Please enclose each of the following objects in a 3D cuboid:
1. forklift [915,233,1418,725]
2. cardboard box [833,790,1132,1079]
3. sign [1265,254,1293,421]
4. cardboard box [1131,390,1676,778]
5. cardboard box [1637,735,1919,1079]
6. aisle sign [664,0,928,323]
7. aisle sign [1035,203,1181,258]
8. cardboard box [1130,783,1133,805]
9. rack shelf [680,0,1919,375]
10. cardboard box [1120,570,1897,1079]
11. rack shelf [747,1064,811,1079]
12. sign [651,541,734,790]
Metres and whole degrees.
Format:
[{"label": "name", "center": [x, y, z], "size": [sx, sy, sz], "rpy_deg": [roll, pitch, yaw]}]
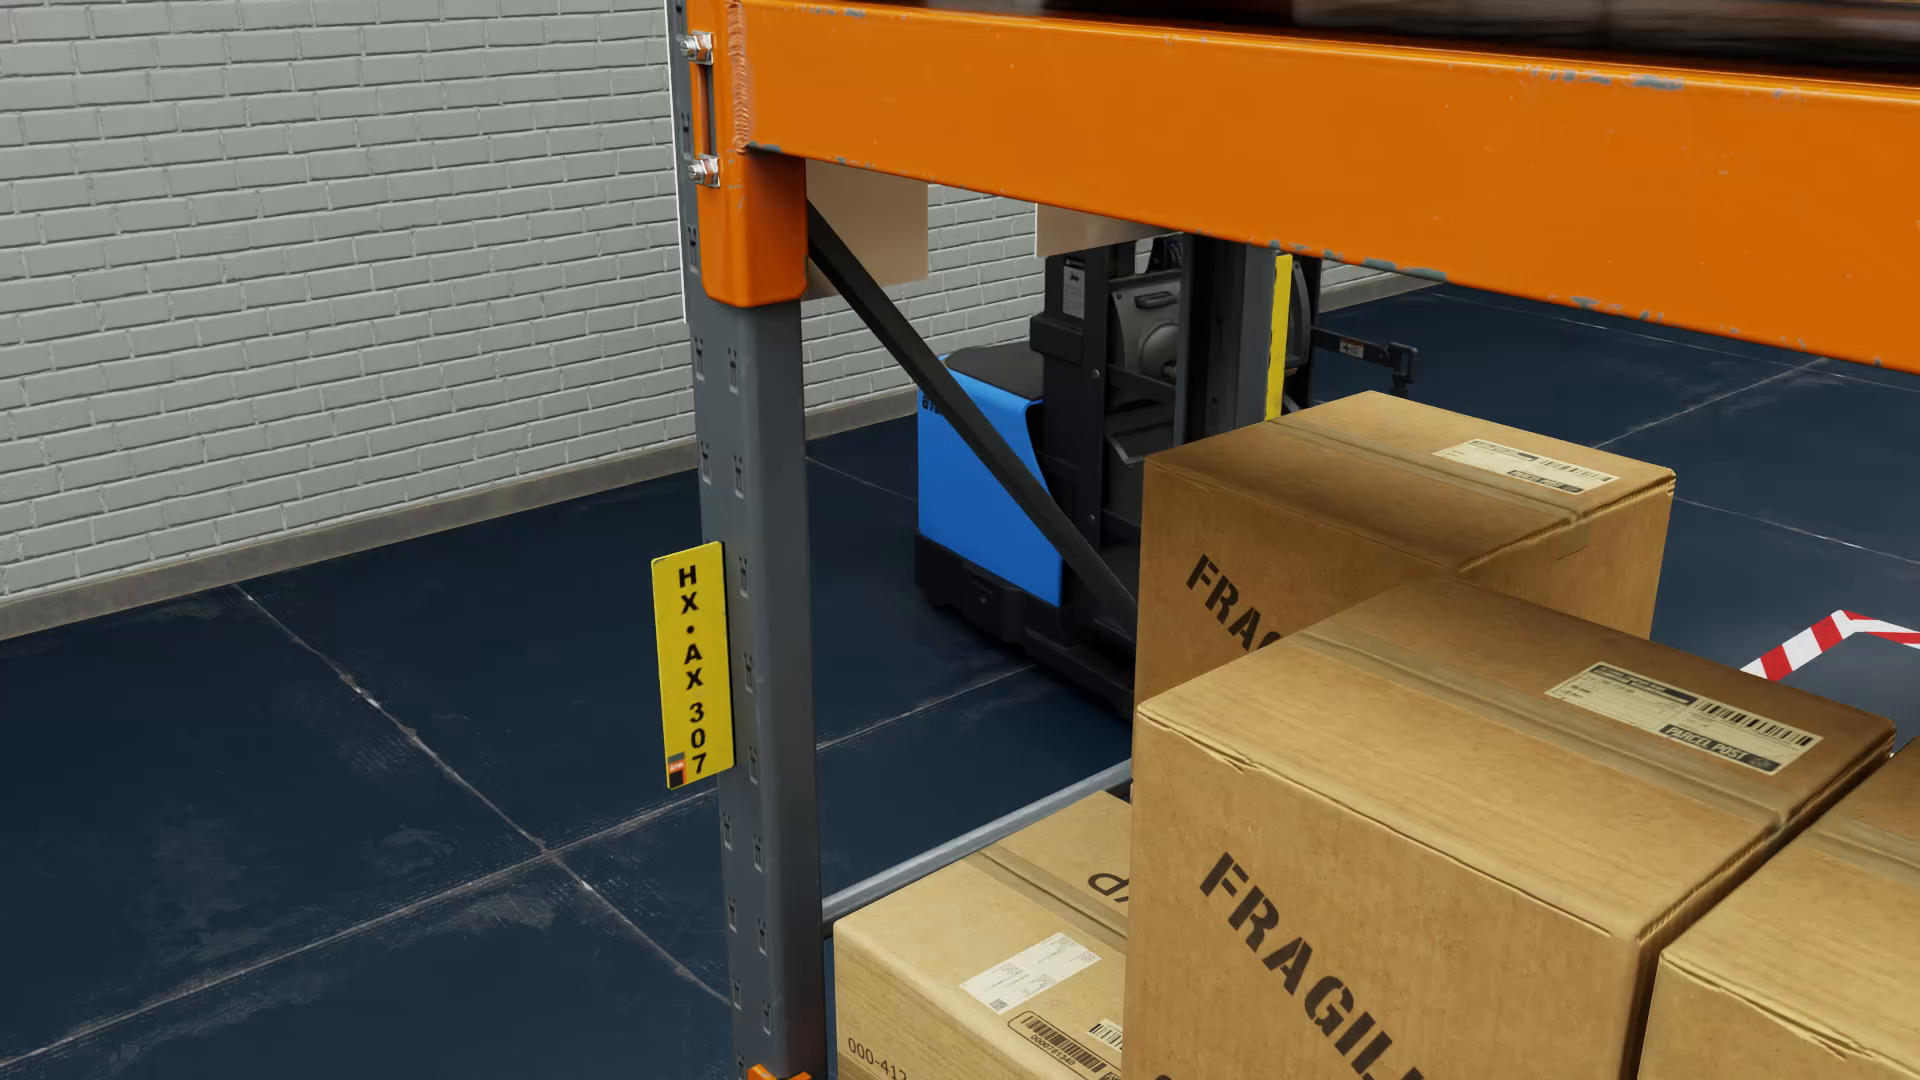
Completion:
[{"label": "forklift", "center": [1.059, -0.783, 5.964], "size": [1.130, 2.935, 3.031], "rpy_deg": [-14, 26, -32]}, {"label": "cardboard box", "center": [0.189, 0.603, 2.130], "size": [0.500, 0.250, 0.500], "rpy_deg": [-18, 28, -39]}, {"label": "sign", "center": [0.500, -0.300, 2.725], "size": [0.100, 0.325, 0.005], "rpy_deg": [-17, 27, -37]}, {"label": "cardboard box", "center": [0.597, 0.129, 2.312], "size": [0.500, 0.500, 0.500], "rpy_deg": [-17, 27, -37]}, {"label": "cardboard box", "center": [0.858, 0.533, 1.279], "size": [0.500, 0.500, 0.500], "rpy_deg": [-18, 28, -39]}, {"label": "aisle sign", "center": [-0.194, -0.685, 2.054], "size": [0.394, 0.787, 0.004], "rpy_deg": [-17, 27, -37]}, {"label": "aisle sign", "center": [0.260, -0.827, 2.419], "size": [0.394, 0.787, 0.004], "rpy_deg": [-17, 27, -37]}, {"label": "cardboard box", "center": [0.597, 0.476, 2.452], "size": [0.500, 0.250, 0.500], "rpy_deg": [-18, 28, -38]}, {"label": "rack shelf", "center": [1.385, -0.035, 0.833], "size": [1.077, 0.370, 4.000], "rpy_deg": [-17, 27, -37]}, {"label": "cardboard box", "center": [0.515, 0.392, 1.641], "size": [0.500, 0.500, 0.500], "rpy_deg": [-18, 28, -39]}, {"label": "rack shelf", "center": [1.385, 1.362, 1.380], "size": [1.077, 0.370, 4.000], "rpy_deg": [-17, 27, -37]}, {"label": "sign", "center": [-0.345, 0.165, 2.154], "size": [0.100, 0.325, 0.005], "rpy_deg": [-17, 27, -37]}]
